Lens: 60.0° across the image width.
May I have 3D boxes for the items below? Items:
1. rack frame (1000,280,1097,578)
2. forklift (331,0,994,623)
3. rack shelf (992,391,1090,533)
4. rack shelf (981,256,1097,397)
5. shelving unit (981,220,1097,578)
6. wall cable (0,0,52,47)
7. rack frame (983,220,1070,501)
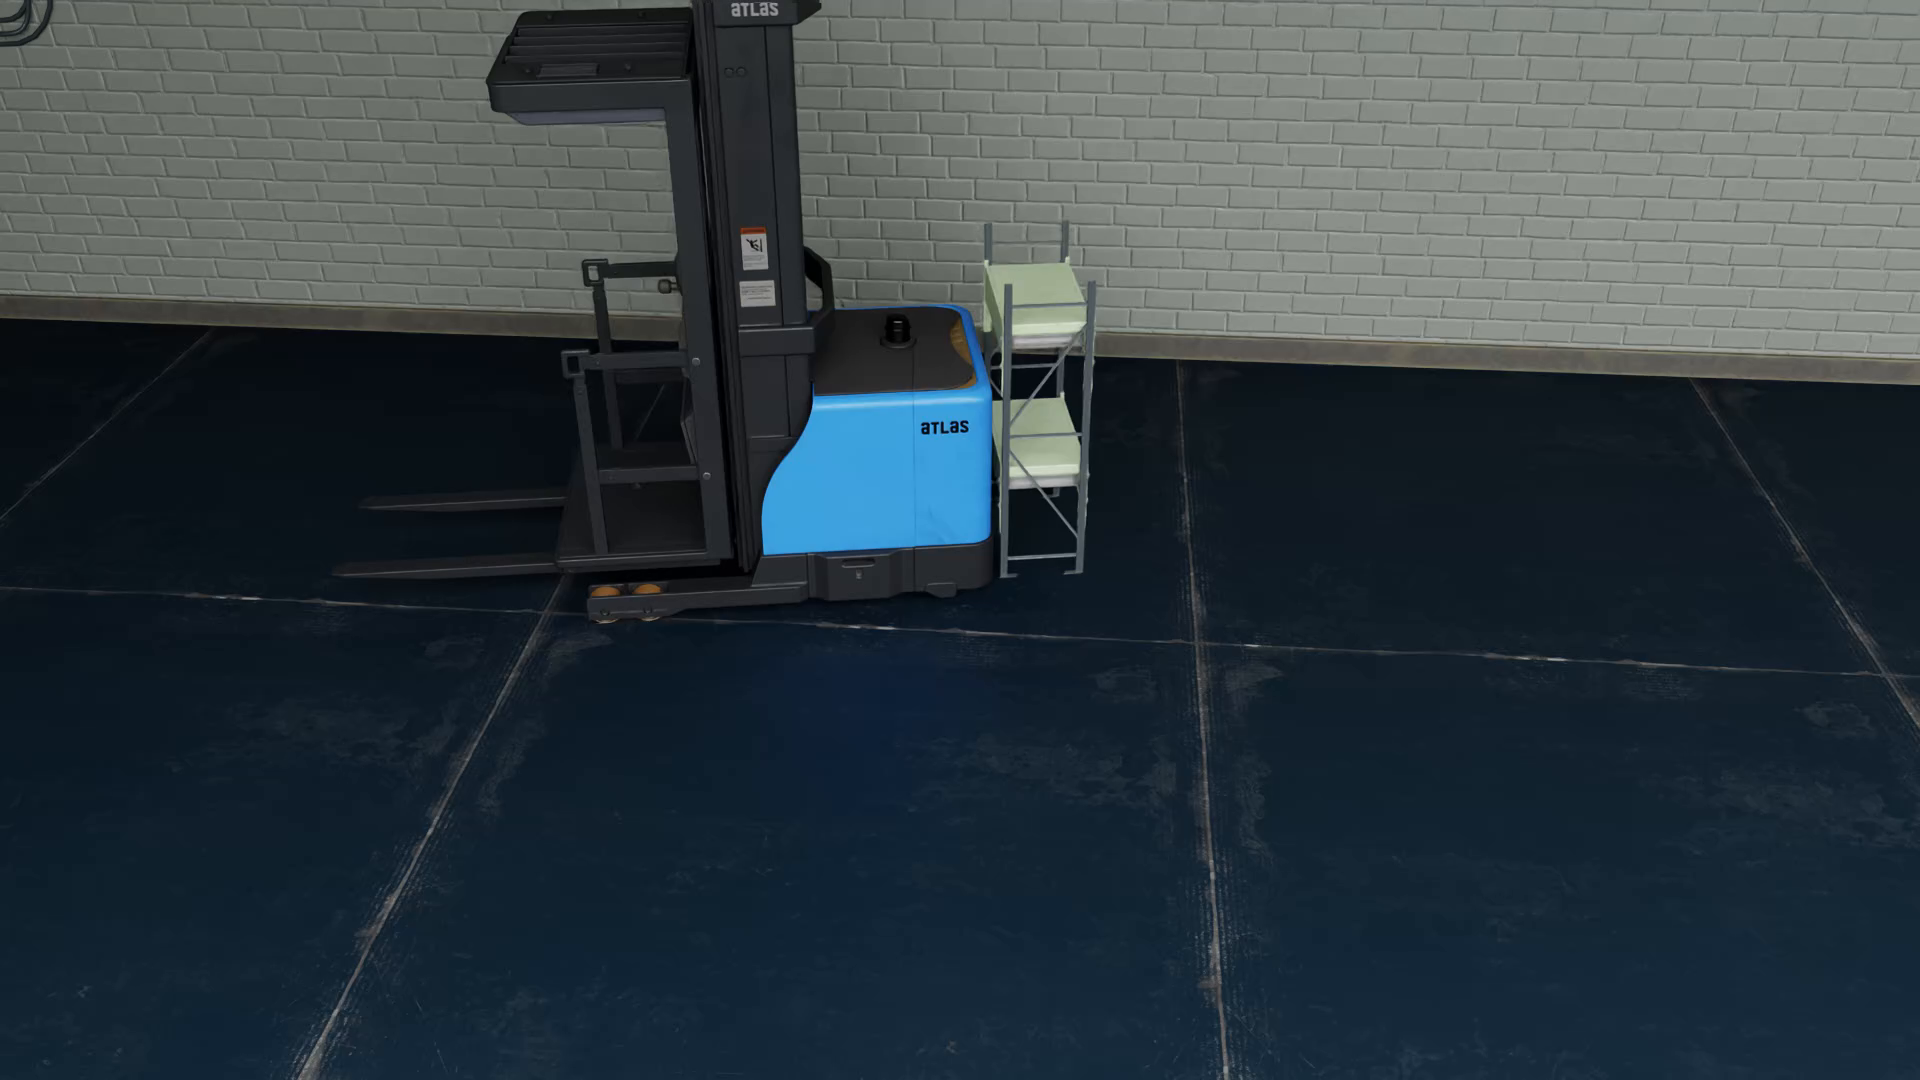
[{"bbox_3d":[0.391,-0.473,7.587,0.400,1.500,0.023,-3,32,-5],"label":"rack frame"},{"bbox_3d":[-1.395,-1.158,7.335,3.031,2.935,1.130,-3,32,-5],"label":"forklift"},{"bbox_3d":[0.353,-0.386,8.068,0.431,0.370,0.720,-3,32,-5],"label":"rack shelf"},{"bbox_3d":[0.353,-0.996,7.692,0.431,0.370,0.720,-3,32,-5],"label":"rack shelf"},{"bbox_3d":[0.353,-0.664,7.897,0.431,1.500,0.755,-3,32,-5],"label":"shelving unit"},{"bbox_3d":[-6.660,-3.926,9.003,3.097,2.526,0.112,2,32,4],"label":"wall cable"},{"bbox_3d":[0.315,-0.855,8.207,0.400,1.500,0.023,-3,32,-5],"label":"rack frame"}]
